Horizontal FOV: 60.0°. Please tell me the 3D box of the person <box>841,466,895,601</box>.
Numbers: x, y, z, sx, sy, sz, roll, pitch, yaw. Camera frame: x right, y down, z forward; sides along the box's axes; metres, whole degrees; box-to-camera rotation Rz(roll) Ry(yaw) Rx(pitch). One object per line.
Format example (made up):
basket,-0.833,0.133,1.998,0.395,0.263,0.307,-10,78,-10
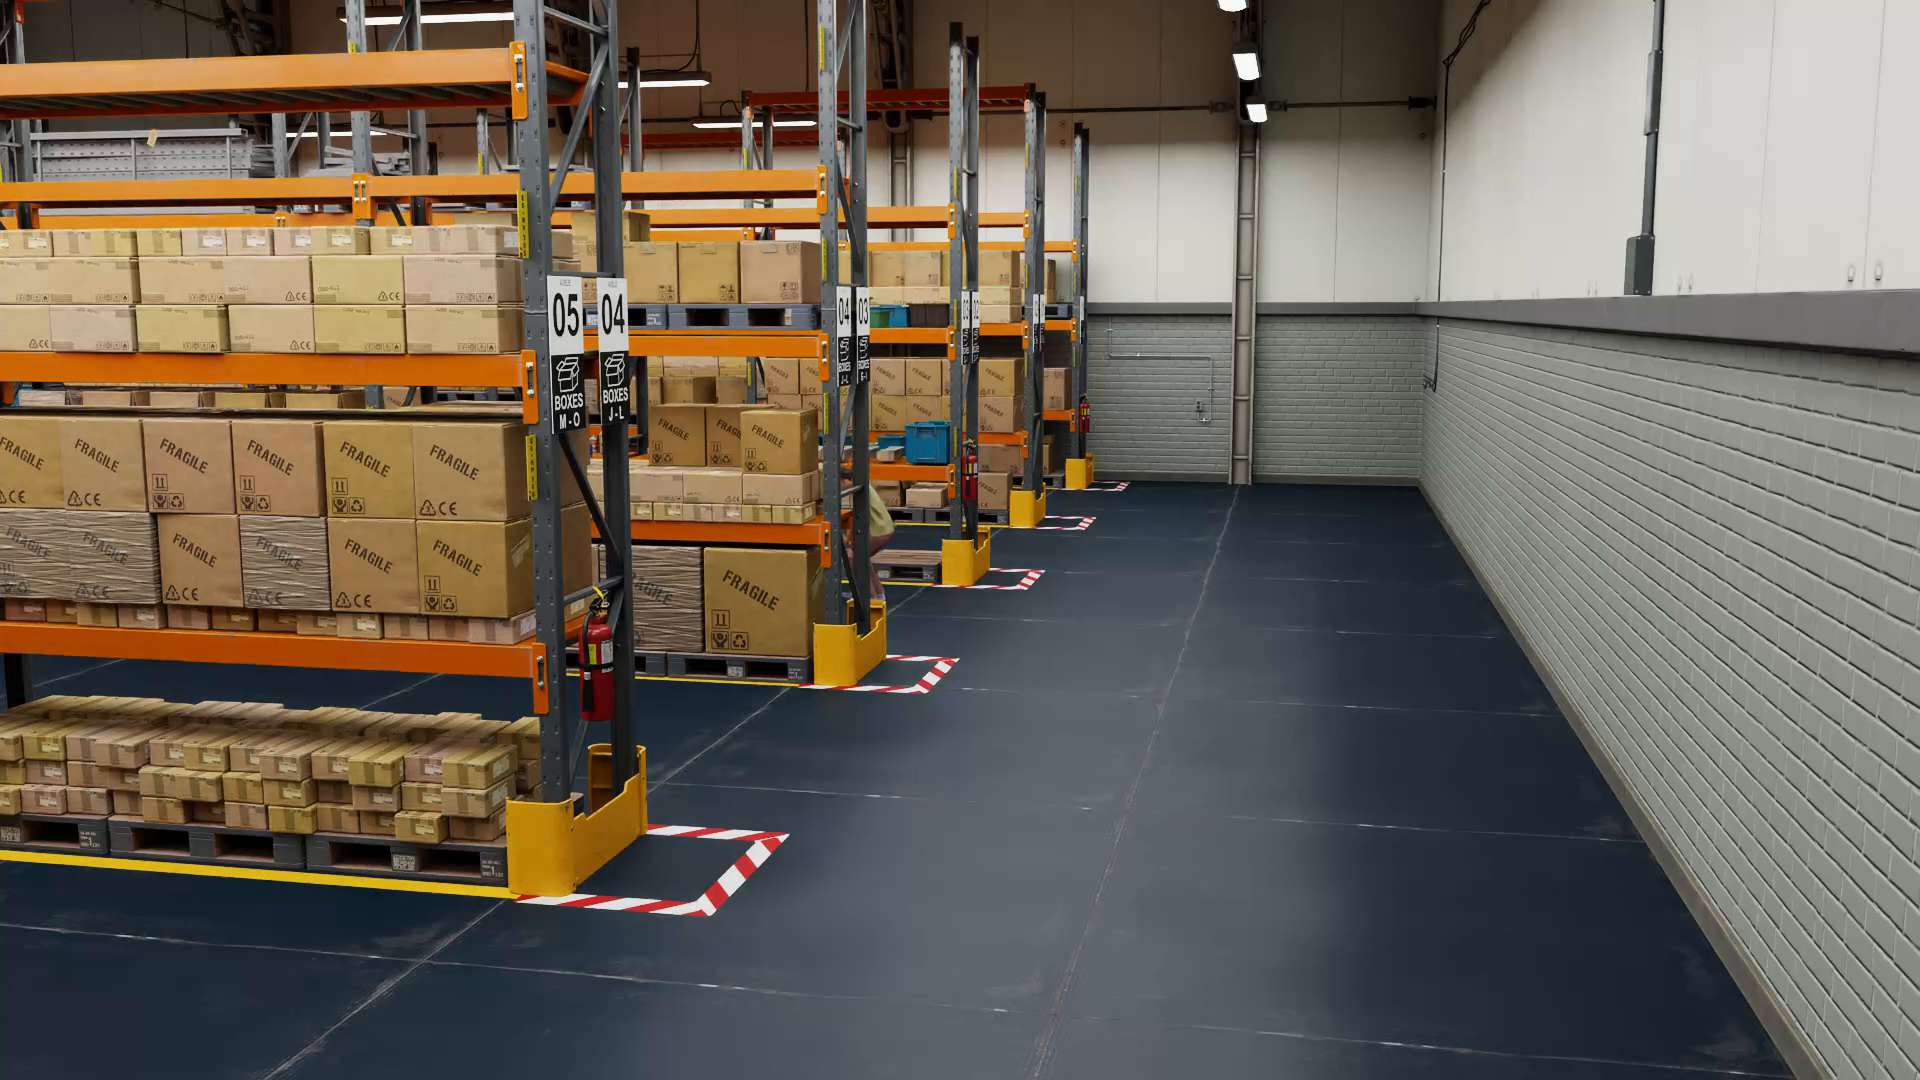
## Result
person,-0.994,-0.048,17.104,0.615,1.418,0.508,2,8,11
